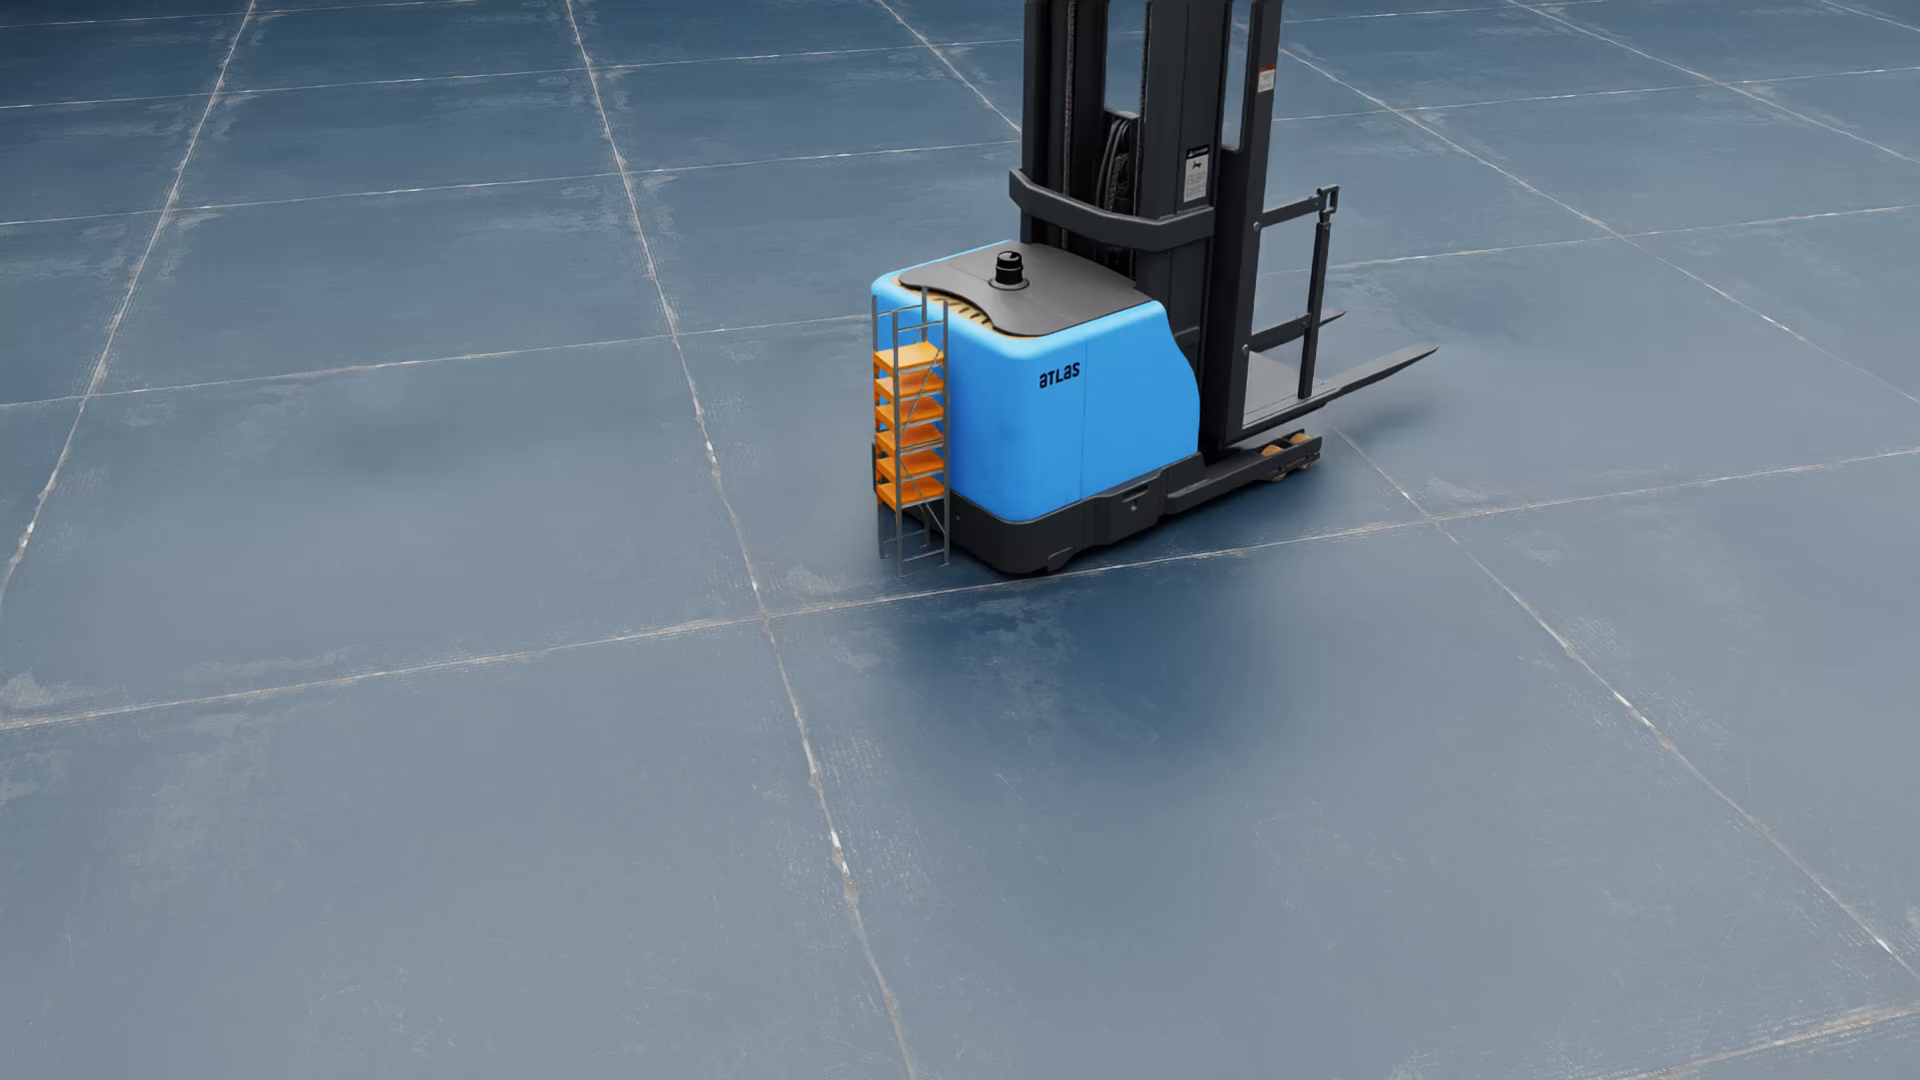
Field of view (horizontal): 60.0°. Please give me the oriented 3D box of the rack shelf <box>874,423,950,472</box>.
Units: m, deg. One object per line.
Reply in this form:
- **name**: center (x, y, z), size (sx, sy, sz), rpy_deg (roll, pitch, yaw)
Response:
- **rack shelf**: center (-0.196, -0.387, 6.809), size (0.258, 0.103, 0.180), rpy_deg (-15, 33, -24)

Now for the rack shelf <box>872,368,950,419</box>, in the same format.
- **rack shelf**: center (-0.196, -0.594, 6.689), size (0.258, 0.103, 0.180), rpy_deg (-15, 33, -24)

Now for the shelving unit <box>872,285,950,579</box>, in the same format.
- **shelving unit**: center (-0.196, -0.425, 6.787), size (0.258, 1.200, 0.189), rpy_deg (-15, 33, -24)

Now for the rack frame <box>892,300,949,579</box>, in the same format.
- **rack frame**: center (-0.153, -0.385, 6.717), size (0.240, 1.200, 0.006), rpy_deg (-15, 33, -24)

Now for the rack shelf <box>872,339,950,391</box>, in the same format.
- **rack shelf**: center (-0.196, -0.698, 6.629), size (0.258, 0.103, 0.180), rpy_deg (-15, 33, -24)

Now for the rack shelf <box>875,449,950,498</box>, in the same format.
- **rack shelf**: center (-0.196, -0.283, 6.869), size (0.258, 0.103, 0.180), rpy_deg (-15, 33, -24)

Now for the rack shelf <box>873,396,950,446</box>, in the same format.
- **rack shelf**: center (-0.196, -0.491, 6.749), size (0.258, 0.103, 0.180), rpy_deg (-15, 33, -24)

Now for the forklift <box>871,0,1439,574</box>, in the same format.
- **forklift**: center (1.071, -1.724, 7.303), size (3.031, 2.935, 1.130), rpy_deg (-22, 37, -33)

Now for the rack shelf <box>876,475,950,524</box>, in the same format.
- **rack shelf**: center (-0.196, -0.179, 6.929), size (0.258, 0.103, 0.180), rpy_deg (-15, 33, -24)

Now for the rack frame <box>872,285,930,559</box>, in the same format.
- **rack frame**: center (-0.239, -0.466, 6.857), size (0.240, 1.200, 0.006), rpy_deg (-15, 33, -24)
